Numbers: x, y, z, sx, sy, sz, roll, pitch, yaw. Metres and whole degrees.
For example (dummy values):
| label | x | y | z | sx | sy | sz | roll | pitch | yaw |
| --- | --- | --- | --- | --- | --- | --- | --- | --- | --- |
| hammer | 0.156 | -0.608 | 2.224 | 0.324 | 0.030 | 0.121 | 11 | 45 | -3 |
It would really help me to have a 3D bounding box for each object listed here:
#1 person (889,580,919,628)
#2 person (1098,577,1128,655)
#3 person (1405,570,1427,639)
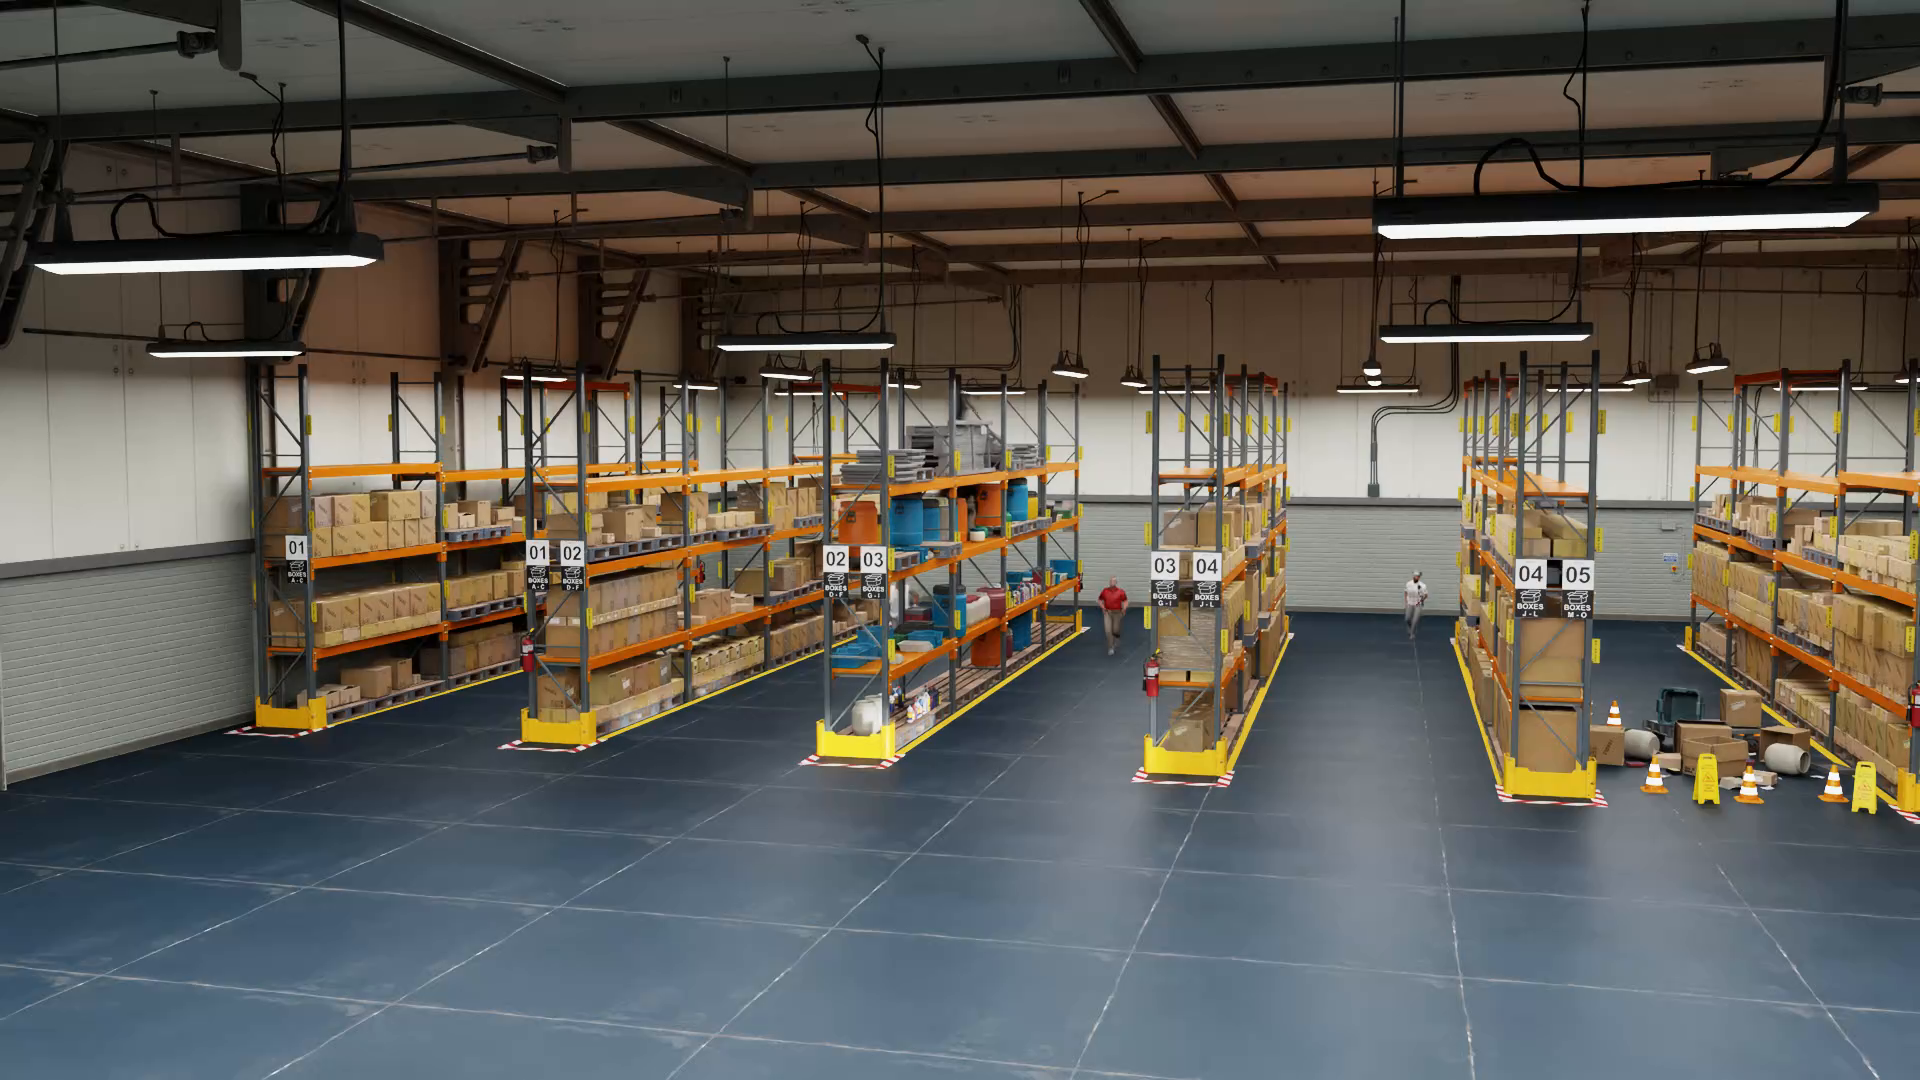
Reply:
| label | x | y | z | sx | sy | sz | roll | pitch | yaw |
| --- | --- | --- | --- | --- | --- | --- | --- | --- | --- |
| person | -1.195 | 1.543 | 32.966 | 0.682 | 1.816 | 0.909 | 1 | 4 | 11 |
| person | 3.356 | 1.654 | 36.548 | 0.664 | 1.691 | 0.632 | 1 | 4 | 11 |
| person | 10.652 | 1.508 | 38.922 | 0.542 | 1.623 | 0.529 | 2 | 4 | 26 |
